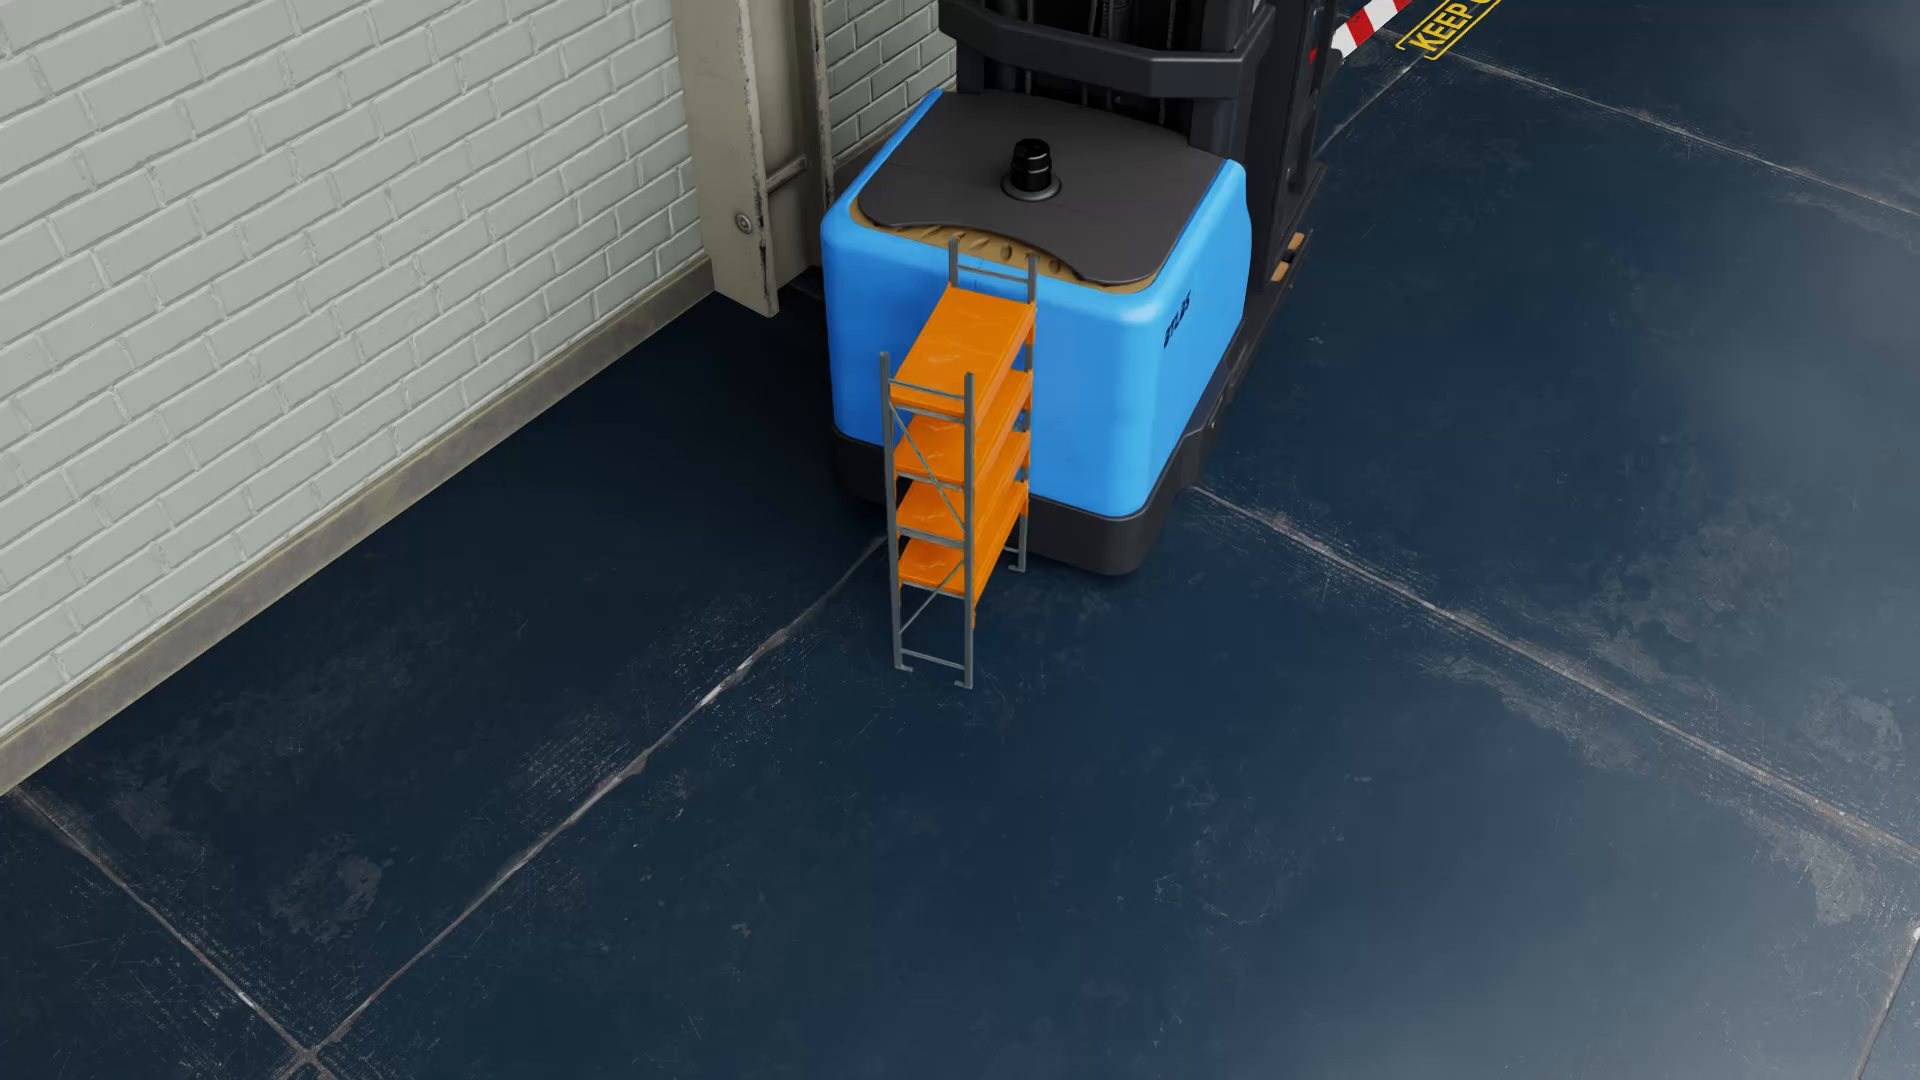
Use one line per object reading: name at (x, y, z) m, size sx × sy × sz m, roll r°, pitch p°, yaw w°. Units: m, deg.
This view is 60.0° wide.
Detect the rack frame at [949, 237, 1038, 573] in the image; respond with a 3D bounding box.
rack frame at (0.087, -0.344, 4.745) m, size 0.240 × 1.200 × 0.015 m, roll 15°, pitch 48°, yaw 14°

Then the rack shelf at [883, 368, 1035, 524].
rack shelf at (0.003, -0.285, 4.474) m, size 0.258 × 0.148 × 0.480 m, roll 15°, pitch 48°, yaw 14°

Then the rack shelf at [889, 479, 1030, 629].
rack shelf at (0.004, 0.005, 4.781) m, size 0.258 × 0.148 × 0.480 m, roll 15°, pitch 48°, yaw 14°

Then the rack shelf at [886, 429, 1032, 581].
rack shelf at (0.004, -0.131, 4.637) m, size 0.258 × 0.148 × 0.480 m, roll 15°, pitch 48°, yaw 14°

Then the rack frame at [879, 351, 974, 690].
rack frame at (-0.079, -0.011, 4.430) m, size 0.240 × 1.200 × 0.015 m, roll 15°, pitch 48°, yaw 14°

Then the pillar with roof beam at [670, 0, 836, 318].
pillar with roof beam at (2.718, -2.189, 1.118) m, size 9.100 × 9.000 × 0.400 m, roll 29°, pitch 53°, yaw 25°

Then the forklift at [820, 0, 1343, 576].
forklift at (0.655, -1.983, 5.118) m, size 1.130 × 2.935 × 3.031 m, roll 18°, pitch 49°, yaw 16°

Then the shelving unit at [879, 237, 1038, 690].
shelving unit at (0.004, -0.177, 4.588) m, size 0.258 × 1.200 × 0.503 m, roll 15°, pitch 48°, yaw 14°

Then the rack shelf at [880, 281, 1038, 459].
rack shelf at (0.003, -0.447, 4.302) m, size 0.258 × 0.148 × 0.480 m, roll 15°, pitch 48°, yaw 14°
